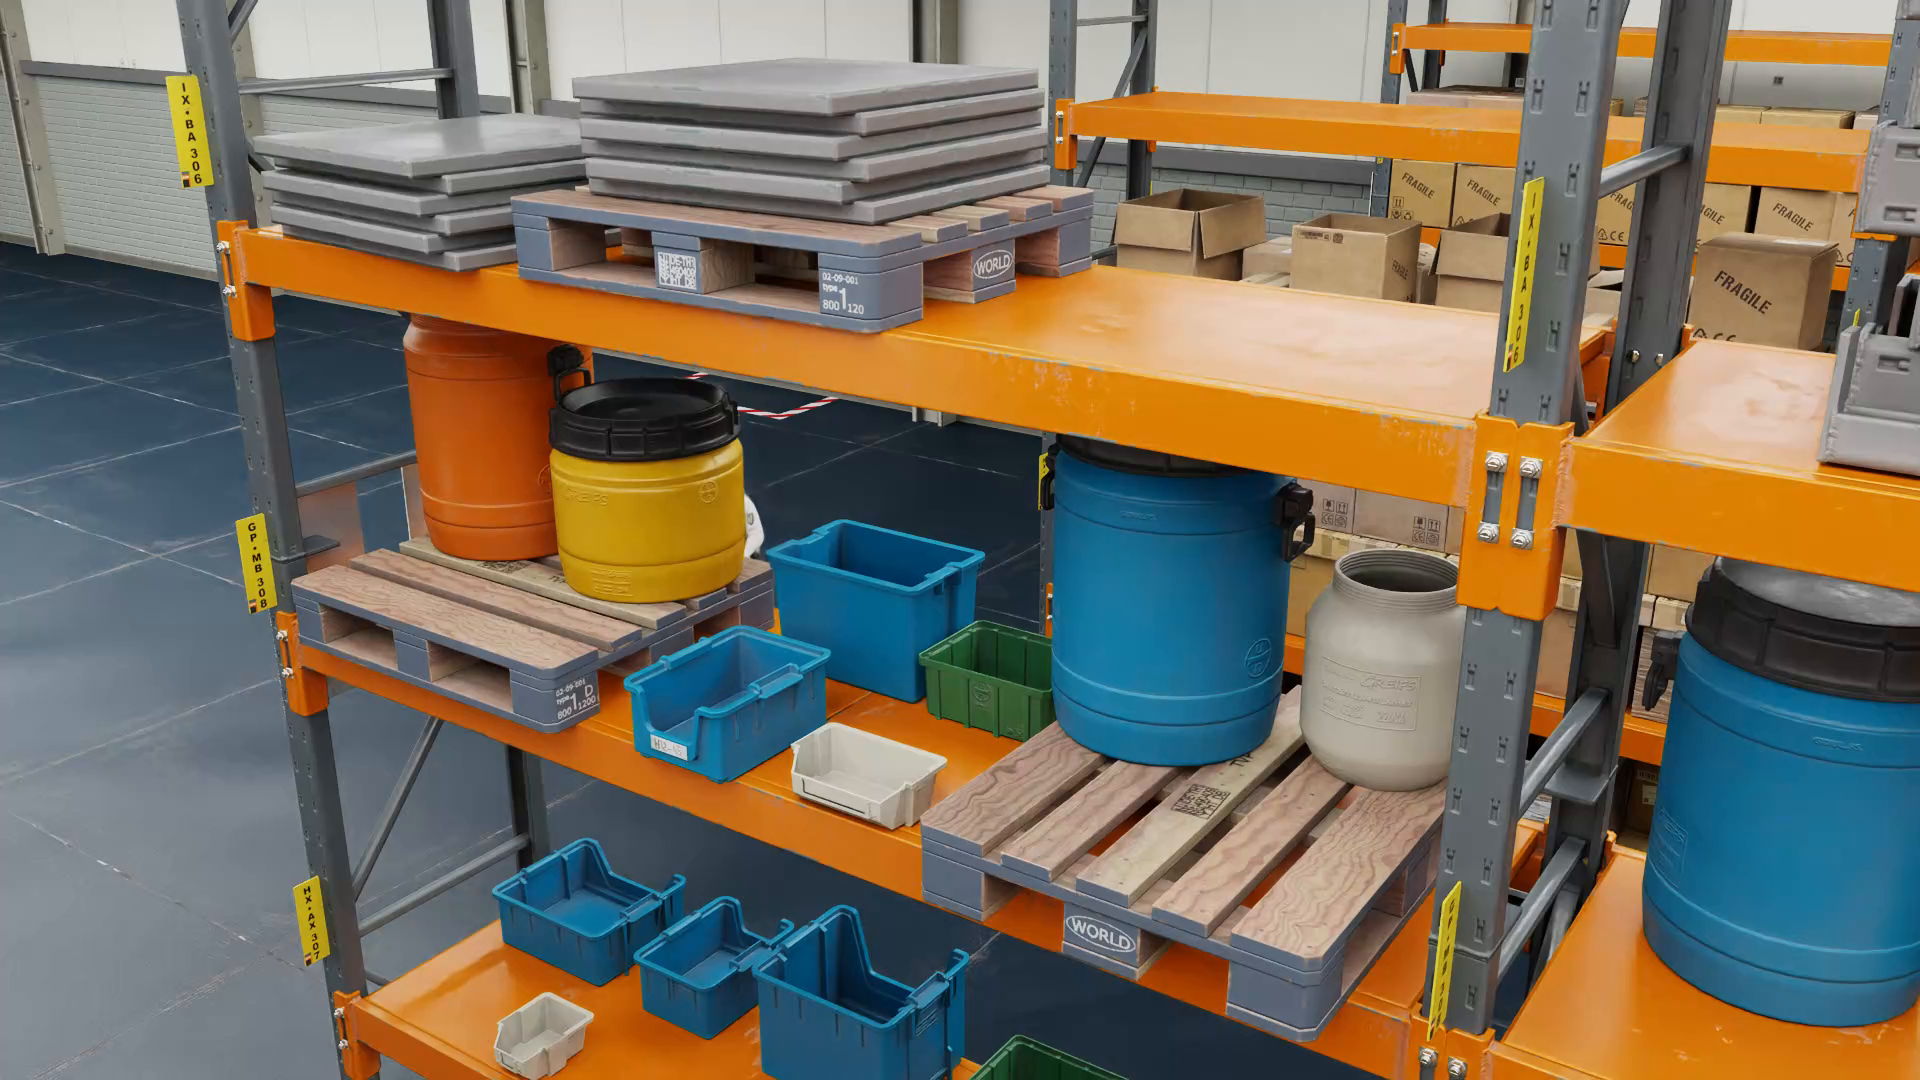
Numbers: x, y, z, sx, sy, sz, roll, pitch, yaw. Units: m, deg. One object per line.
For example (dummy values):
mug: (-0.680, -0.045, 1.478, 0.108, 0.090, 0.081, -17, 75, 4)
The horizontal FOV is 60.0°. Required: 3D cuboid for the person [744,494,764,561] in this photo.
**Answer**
person: (-1.618, 0.142, 11.749, 0.645, 1.608, 0.645, 11, 23, 27)
